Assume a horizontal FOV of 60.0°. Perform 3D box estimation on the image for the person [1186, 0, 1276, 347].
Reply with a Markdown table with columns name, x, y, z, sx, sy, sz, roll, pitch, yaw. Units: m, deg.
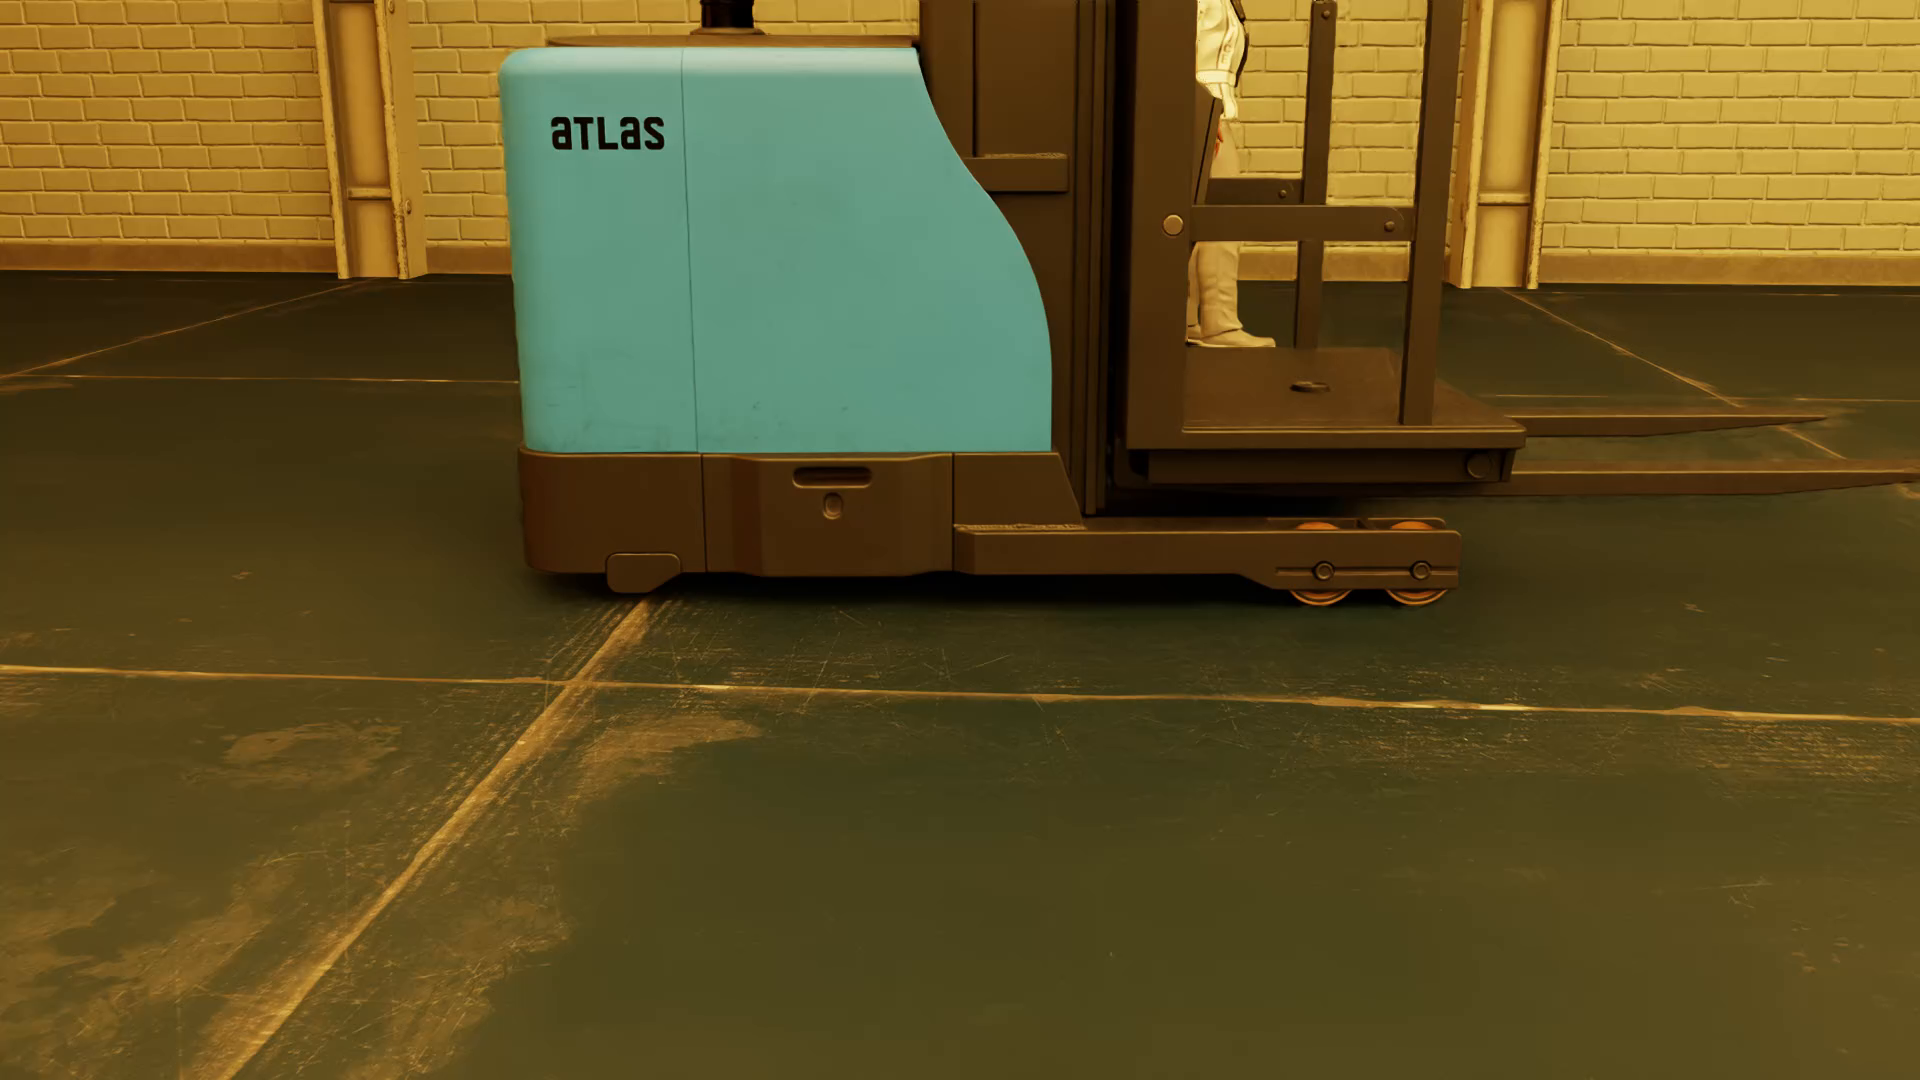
| name | x | y | z | sx | sy | sz | roll | pitch | yaw |
| --- | --- | --- | --- | --- | --- | --- | --- | --- | --- |
| person | 1.018 | -1.581 | 6.459 | 0.485 | 1.669 | 0.642 | 2 | 15 | 8 |

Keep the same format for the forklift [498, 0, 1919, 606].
| name | x | y | z | sx | sy | sz | roll | pitch | yaw |
| --- | --- | --- | --- | --- | --- | --- | --- | --- | --- |
| forklift | 0.622 | -1.422 | 3.458 | 3.031 | 2.935 | 1.130 | 0 | 15 | -1 |
